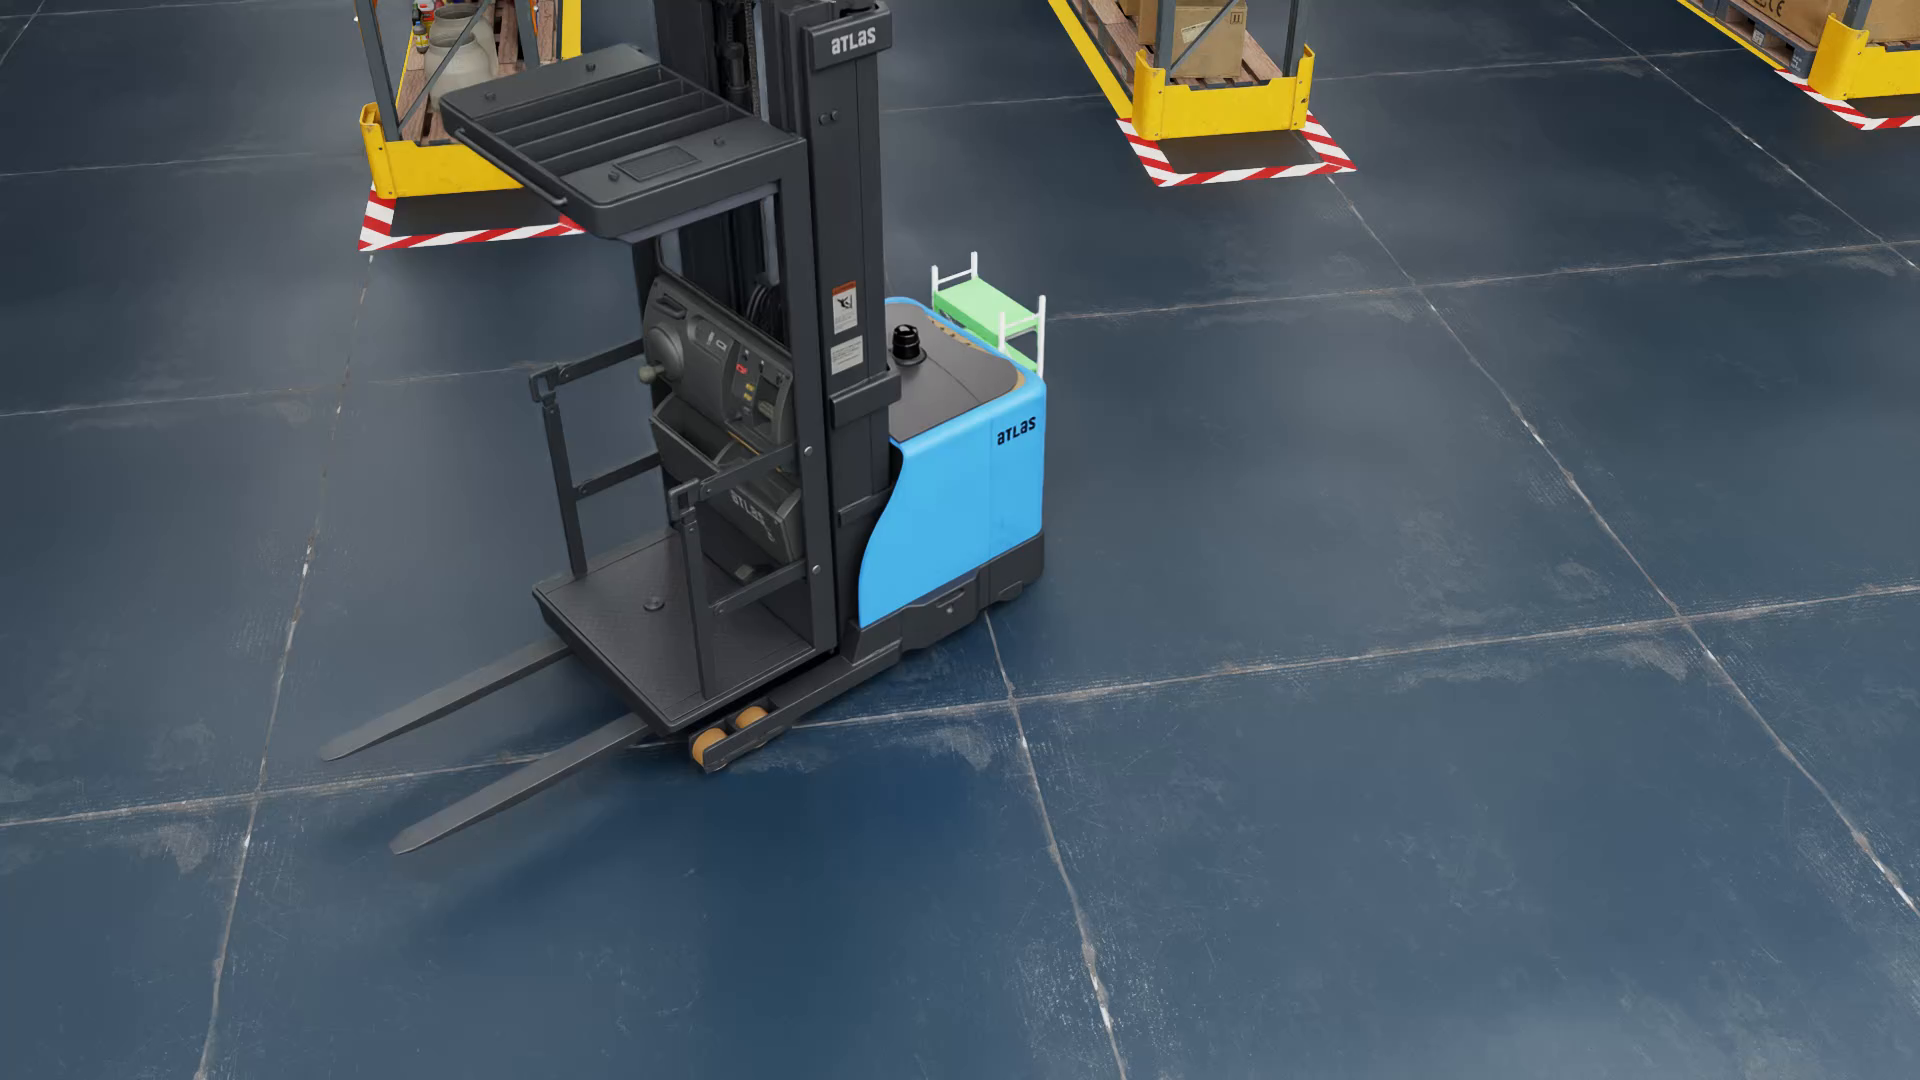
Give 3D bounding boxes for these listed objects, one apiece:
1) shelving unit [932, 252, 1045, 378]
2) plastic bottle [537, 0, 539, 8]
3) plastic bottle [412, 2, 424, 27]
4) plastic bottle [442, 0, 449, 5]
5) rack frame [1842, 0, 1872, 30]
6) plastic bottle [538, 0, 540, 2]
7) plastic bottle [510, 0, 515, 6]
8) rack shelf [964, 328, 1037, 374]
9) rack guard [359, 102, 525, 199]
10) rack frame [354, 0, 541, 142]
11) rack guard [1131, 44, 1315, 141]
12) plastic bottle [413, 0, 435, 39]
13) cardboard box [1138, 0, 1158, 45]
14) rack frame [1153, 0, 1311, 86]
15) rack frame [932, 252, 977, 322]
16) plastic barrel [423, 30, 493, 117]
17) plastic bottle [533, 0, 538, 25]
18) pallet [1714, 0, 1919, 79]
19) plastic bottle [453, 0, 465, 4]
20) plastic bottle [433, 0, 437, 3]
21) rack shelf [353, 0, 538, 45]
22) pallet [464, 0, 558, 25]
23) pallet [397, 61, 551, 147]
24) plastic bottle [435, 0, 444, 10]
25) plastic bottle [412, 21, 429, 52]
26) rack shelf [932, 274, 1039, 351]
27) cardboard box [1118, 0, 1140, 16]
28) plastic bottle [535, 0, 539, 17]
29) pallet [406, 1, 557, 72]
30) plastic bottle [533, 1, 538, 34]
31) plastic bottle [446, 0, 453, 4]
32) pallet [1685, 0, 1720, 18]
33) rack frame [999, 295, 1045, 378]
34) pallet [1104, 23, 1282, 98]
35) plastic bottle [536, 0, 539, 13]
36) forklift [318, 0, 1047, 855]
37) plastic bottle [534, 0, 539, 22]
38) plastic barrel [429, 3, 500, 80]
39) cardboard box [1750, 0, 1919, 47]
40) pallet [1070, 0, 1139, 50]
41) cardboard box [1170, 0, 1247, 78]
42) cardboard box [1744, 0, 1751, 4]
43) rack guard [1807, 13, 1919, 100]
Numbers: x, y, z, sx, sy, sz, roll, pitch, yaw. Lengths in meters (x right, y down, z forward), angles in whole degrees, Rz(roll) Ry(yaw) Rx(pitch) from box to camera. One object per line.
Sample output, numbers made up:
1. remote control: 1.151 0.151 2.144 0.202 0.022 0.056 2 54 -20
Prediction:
1. shelving unit: 0.121 -0.652 7.611 0.258 1.200 0.503 -24 44 -28
2. plastic bottle: -3.231 -4.110 12.518 0.097 0.201 0.097 0 38 0
3. plastic bottle: -3.881 -3.693 11.915 0.061 0.283 0.133 -5 38 -7
4. plastic bottle: -3.765 -3.856 12.191 0.097 0.201 0.097 0 38 0
5. rack frame: 6.688 -4.467 11.055 1.000 3.000 0.127 -6 38 -8
6. plastic bottle: -3.279 -4.208 12.583 0.152 0.276 0.135 -6 38 -7
7. plastic bottle: -3.384 -4.199 12.566 0.061 0.283 0.133 -6 38 -8
8. rack shelf: 0.121 -0.791 7.503 0.258 0.148 0.480 -24 44 -28
9. rack guard: -3.149 -2.515 10.580 1.175 0.500 0.348 -6 38 -8
10. rack frame: -3.089 -3.462 9.761 1.000 3.000 0.127 -6 38 -8
11. rack guard: 1.774 -3.053 11.272 1.175 0.500 0.348 -6 38 -8
12. plastic bottle: -3.860 -3.777 12.028 0.152 0.276 0.135 -6 38 -8
13. cardboard box: 1.556 -3.909 12.032 0.500 0.500 0.500 3 38 4
14. rack frame: 1.787 -3.994 10.446 1.000 3.000 0.127 -6 38 -8
15. rack frame: -0.024 -0.772 7.766 0.240 1.200 0.015 -24 44 -28
16. plastic barrel: -3.280 -3.034 10.896 0.421 0.512 0.421 0 38 0
17. plastic bottle: -3.160 -3.894 12.182 0.097 0.271 0.097 0 38 0
18. pallet: 6.471 -3.840 12.521 1.003 0.211 1.213 -6 38 -8
19. plastic bottle: -3.808 -4.104 12.449 0.152 0.276 0.135 -6 38 -8
20. plastic bottle: -3.884 -3.861 12.136 0.152 0.276 0.135 -7 38 -9
21. rack shelf: -3.440 -4.386 11.536 1.077 0.370 4.000 -6 38 -8
22. pallet: -3.714 -4.366 13.198 1.003 0.211 1.213 -6 38 -8
23. pallet: -3.286 -2.893 11.301 1.003 0.211 1.213 -6 38 -8
24. plastic bottle: -3.755 -3.792 12.041 0.061 0.283 0.133 -6 38 -8
25. plastic bottle: -3.843 -3.592 11.851 0.097 0.201 0.097 0 38 0
26. rack shelf: 0.121 -0.981 7.356 0.258 0.148 0.480 -24 44 -28
27. cardboard box: 1.465 -4.290 12.522 0.500 0.500 0.500 -3 38 -4
28. plastic bottle: -3.195 -3.986 12.358 0.097 0.201 0.097 0 38 0
29. pallet: -3.496 -3.628 12.248 1.003 0.211 1.213 -6 38 -8
30. plastic bottle: -3.122 -3.830 12.090 0.061 0.283 0.133 -6 38 -7
31. plastic bottle: -3.806 -3.970 12.338 0.097 0.201 0.097 0 38 0
32. pallet: 6.260 -4.575 13.467 1.003 0.211 1.213 -6 38 -8
33. rack frame: 0.266 -0.532 7.456 0.240 1.200 0.015 -24 44 -28
34. pallet: 1.666 -3.434 11.998 1.003 0.211 1.213 -6 38 -8
35. plastic bottle: -3.213 -4.076 12.417 0.097 0.271 0.097 0 38 0
36. forklift: -1.078 -0.612 6.149 3.031 2.935 1.130 -27 45 -31
37. plastic bottle: -3.178 -3.954 12.260 0.097 0.271 0.097 0 38 0
38. plastic barrel: -3.368 -3.337 11.286 0.421 0.512 0.421 0 38 0
39. cardboard box: 6.504 -4.196 12.096 0.875 0.875 0.875 -6 38 -8
40. pallet: 1.456 -4.169 12.944 1.003 0.211 1.213 -6 38 -8
41. cardboard box: 1.694 -3.552 11.572 0.500 0.500 0.500 0 38 1
42. cardboard box: 6.348 -4.727 12.779 0.875 0.875 0.875 -7 38 -9
43. rack guard: 6.692 -3.465 11.803 1.175 0.500 0.348 -6 38 -8
